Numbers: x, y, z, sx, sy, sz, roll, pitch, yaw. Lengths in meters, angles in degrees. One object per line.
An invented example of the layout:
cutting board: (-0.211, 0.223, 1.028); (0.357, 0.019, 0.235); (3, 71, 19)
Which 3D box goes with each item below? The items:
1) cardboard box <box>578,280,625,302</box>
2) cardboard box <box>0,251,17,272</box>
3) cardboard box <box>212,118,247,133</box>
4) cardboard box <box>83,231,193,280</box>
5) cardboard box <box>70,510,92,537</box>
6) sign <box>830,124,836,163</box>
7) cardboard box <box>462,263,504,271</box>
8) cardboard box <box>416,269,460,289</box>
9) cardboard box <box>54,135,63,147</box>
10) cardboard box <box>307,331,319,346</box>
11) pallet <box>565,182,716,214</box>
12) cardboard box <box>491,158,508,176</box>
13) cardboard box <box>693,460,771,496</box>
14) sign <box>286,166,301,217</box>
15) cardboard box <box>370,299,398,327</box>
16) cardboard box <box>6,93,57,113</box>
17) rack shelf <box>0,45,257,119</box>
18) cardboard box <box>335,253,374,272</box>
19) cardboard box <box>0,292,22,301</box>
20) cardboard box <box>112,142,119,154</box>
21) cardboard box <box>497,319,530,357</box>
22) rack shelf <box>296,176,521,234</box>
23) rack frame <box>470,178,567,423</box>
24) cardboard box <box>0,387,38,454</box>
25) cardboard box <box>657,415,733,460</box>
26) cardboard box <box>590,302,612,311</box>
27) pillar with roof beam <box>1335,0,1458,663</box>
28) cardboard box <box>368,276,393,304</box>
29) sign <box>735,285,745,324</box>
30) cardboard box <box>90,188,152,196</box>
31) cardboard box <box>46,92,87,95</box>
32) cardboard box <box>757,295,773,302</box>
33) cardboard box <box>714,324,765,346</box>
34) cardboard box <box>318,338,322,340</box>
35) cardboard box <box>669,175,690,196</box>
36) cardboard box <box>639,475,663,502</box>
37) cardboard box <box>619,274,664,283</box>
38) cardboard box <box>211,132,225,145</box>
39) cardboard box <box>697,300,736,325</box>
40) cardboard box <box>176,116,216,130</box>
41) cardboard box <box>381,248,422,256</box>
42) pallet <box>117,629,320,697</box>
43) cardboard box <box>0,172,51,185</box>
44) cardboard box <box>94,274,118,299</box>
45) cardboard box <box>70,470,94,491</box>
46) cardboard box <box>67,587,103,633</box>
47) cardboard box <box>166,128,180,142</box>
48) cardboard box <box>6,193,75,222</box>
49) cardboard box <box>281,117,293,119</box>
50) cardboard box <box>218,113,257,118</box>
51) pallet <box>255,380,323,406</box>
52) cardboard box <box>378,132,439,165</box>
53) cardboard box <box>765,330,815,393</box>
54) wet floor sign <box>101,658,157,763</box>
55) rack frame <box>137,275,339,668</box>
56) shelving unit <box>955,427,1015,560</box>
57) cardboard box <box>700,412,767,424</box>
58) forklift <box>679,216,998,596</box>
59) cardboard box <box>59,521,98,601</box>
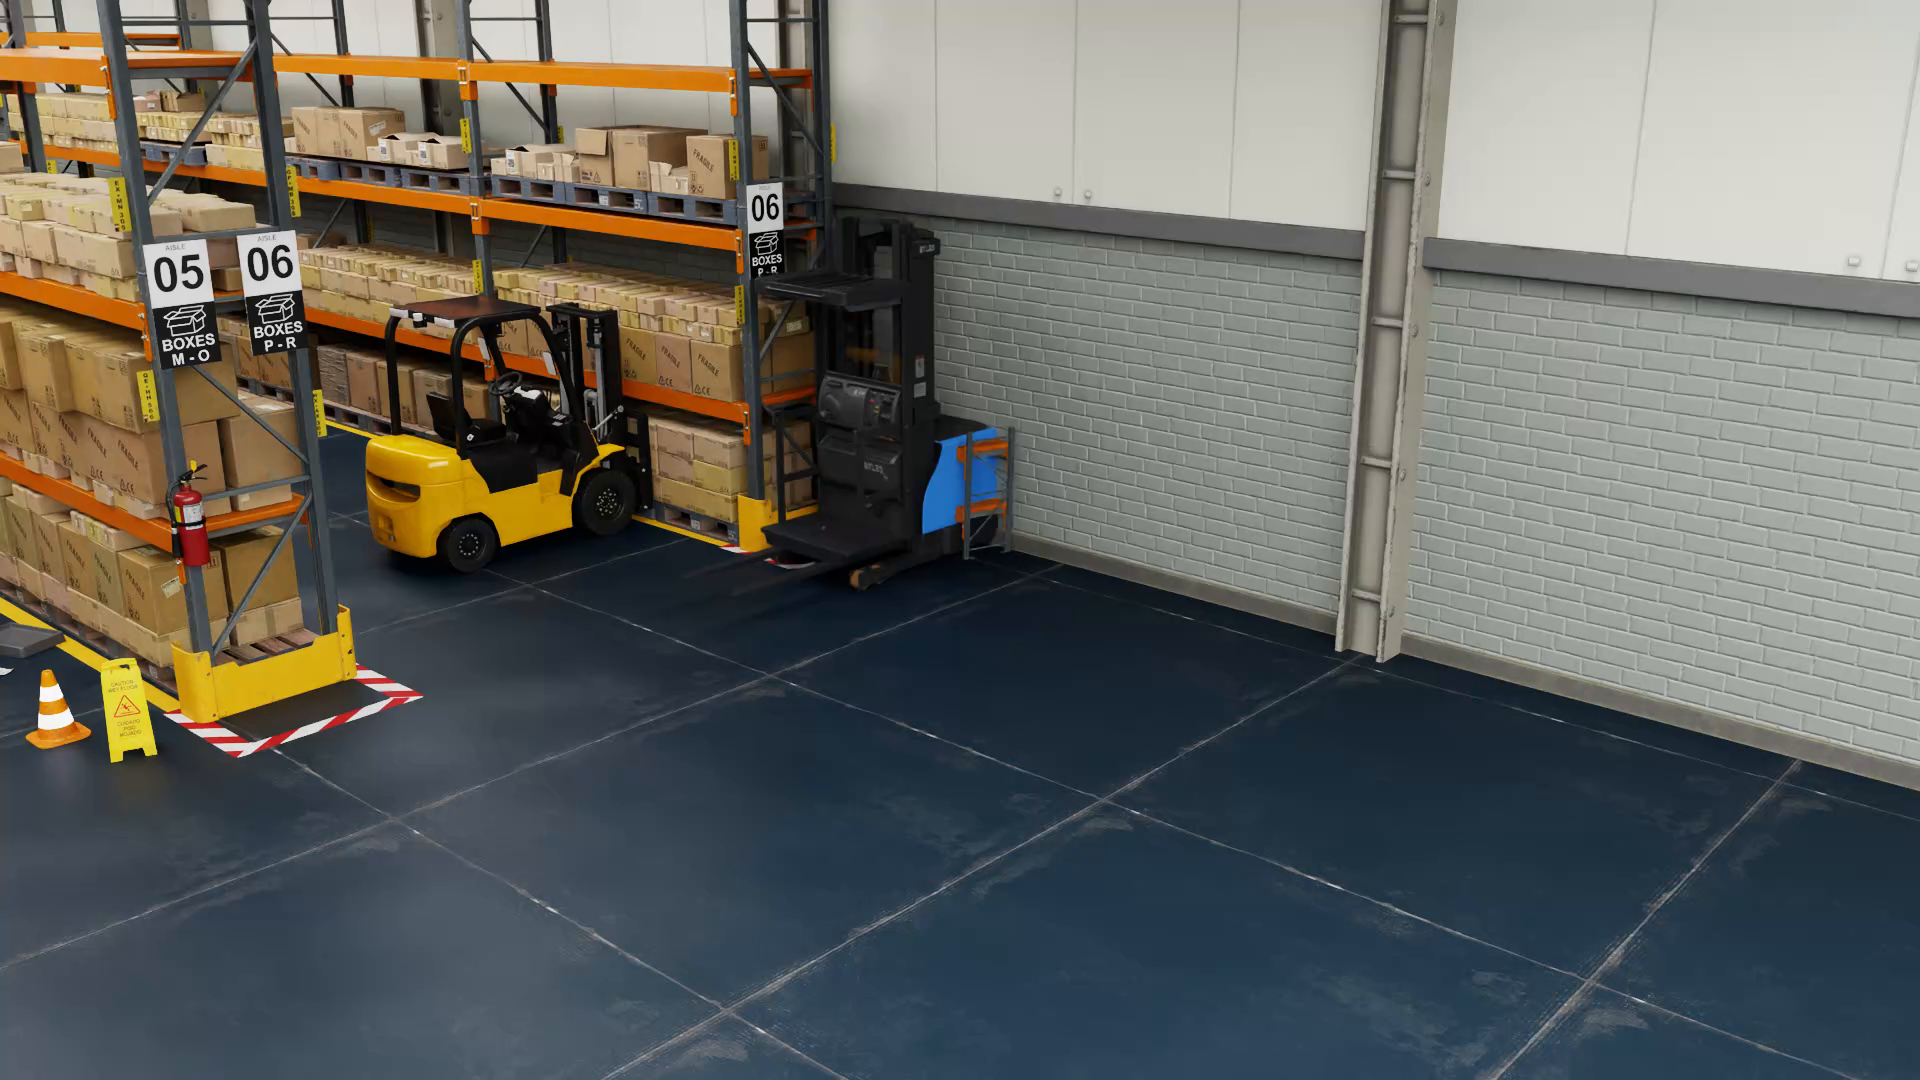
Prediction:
cardboard box: (-3.434, -2.389, 15.952); (0.250, 0.149, 0.380); (15, 23, 39)
cardboard box: (-6.807, -2.052, 12.075); (0.250, 0.149, 0.380); (14, 23, 38)
cardboard box: (-8.717, -4.968, 19.946); (0.250, 0.149, 0.380); (14, 23, 38)
cardboard box: (-5.353, -1.877, 10.866); (0.500, 0.250, 0.500); (15, 23, 39)
cardboard box: (-6.265, -0.157, 12.186); (0.250, 0.149, 0.380); (16, 24, 42)
sign: (-1.127, -3.468, 14.545); (0.005, 0.325, 0.100); (15, 23, 39)
cardboard box: (-5.169, -2.901, 18.056); (0.250, 0.149, 0.380); (15, 23, 39)
cardboard box: (-5.532, -2.769, 17.641); (0.250, 0.149, 0.380); (14, 22, 38)
cardboard box: (-12.301, -5.535, 23.052); (0.250, 0.149, 0.380); (15, 23, 39)
cardboard box: (-8.021, -2.425, 20.161); (0.250, 0.149, 0.380); (14, 22, 37)
pallet: (-2.928, -3.240, 15.548); (1.213, 0.211, 1.003); (15, 23, 39)
cardboard box: (-4.357, -3.661, 16.287); (0.250, 0.149, 0.380); (16, 23, 40)
cardboard box: (-2.071, -0.614, 15.113); (0.500, 0.250, 0.500); (15, 23, 39)
sign: (-4.432, -2.305, 11.011); (0.005, 0.325, 0.100); (15, 23, 39)
cardboard box: (-6.164, -2.541, 18.408); (0.500, 0.250, 0.500); (16, 24, 41)
cardboard box: (-13.302, -6.264, 23.862); (0.500, 0.250, 0.500); (15, 23, 39)
rack shelf: (-6.288, -3.252, 11.677); (4.000, 0.370, 1.077); (15, 23, 39)
cardboard box: (-6.827, -3.143, 18.819); (0.250, 0.149, 0.380); (15, 23, 40)
cardboard box: (-7.598, -1.667, 13.097); (0.500, 0.500, 0.700); (15, 23, 39)
cardboard box: (-10.940, -5.184, 21.944); (0.250, 0.149, 0.380); (15, 23, 39)
cardboard box: (-4.333, -2.162, 16.800); (0.500, 0.500, 0.500); (14, 22, 38)
rack shelf: (-5.987, -3.751, 18.202); (4.000, 0.370, 1.077); (15, 23, 39)
rack frame: (-4.492, -2.262, 17.282); (0.127, 3.000, 1.000); (15, 23, 39)
cardboard box: (-6.882, -0.977, 12.576); (0.500, 0.500, 0.500); (15, 23, 39)
cardboard box: (-2.437, -0.949, 15.340); (0.500, 0.250, 0.500); (16, 23, 40)
cardboard box: (-3.284, -2.181, 15.787); (0.250, 0.149, 0.380); (14, 23, 38)
pillar with roof beam: (0.208, -2.484, 8.062); (0.400, 9.000, 9.100); (15, 23, 39)
cardboard box: (-6.161, -2.781, 18.338); (0.500, 0.250, 0.500); (15, 23, 40)
sign: (-1.870, -2.004, 14.162); (0.005, 0.325, 0.100); (15, 23, 39)
cardboard box: (-6.039, -2.456, 12.029); (0.250, 0.149, 0.380); (16, 23, 40)
cardboard box: (-12.949, -6.384, 24.240); (0.500, 0.250, 0.500); (14, 22, 38)
cardboard box: (-1.766, -2.141, 15.171); (0.250, 0.149, 0.380); (16, 24, 41)
cardboard box: (-1.945, -1.822, 14.658); (0.250, 0.149, 0.380); (15, 23, 40)
cardboard box: (-7.966, -2.325, 20.918); (0.500, 0.500, 0.500); (15, 23, 39)
cardboard box: (-2.321, -3.115, 14.565); (0.250, 0.149, 0.380); (14, 22, 38)
cardboard box: (-2.795, -0.576, 15.820); (0.500, 0.250, 0.500); (15, 23, 40)
cardboard box: (-3.116, -2.501, 16.304); (0.250, 0.149, 0.380); (15, 23, 39)
cardboard box: (-8.853, -4.895, 20.207); (0.250, 0.149, 0.380); (16, 24, 41)
cardboard box: (-2.113, -2.025, 14.803); (0.250, 0.149, 0.380); (15, 23, 39)
cardboard box: (-9.352, -5.113, 20.370); (0.250, 0.149, 0.380); (15, 23, 40)
cardboard box: (-6.453, -3.276, 19.239); (0.250, 0.149, 0.380); (14, 23, 38)
pallet: (-5.433, 0.807, 12.219); (1.213, 0.211, 1.003); (15, 23, 39)
cardboard box: (-7.402, -2.815, 13.160); (0.250, 0.149, 0.380); (16, 23, 40)
cardboard box: (-5.452, -1.696, 10.955); (0.250, 0.149, 0.380); (15, 23, 40)
cardboard box: (-6.217, -0.483, 12.092); (0.250, 0.149, 0.380); (15, 23, 39)
cardboard box: (-6.352, 0.464, 12.543); (0.500, 0.250, 0.500); (14, 22, 37)
cardboard box: (-9.566, -5.019, 20.565); (0.250, 0.149, 0.380); (16, 23, 41)
cardboard box: (-6.410, -2.327, 11.624); (0.250, 0.149, 0.380); (16, 23, 41)
cardboard box: (-8.163, -5.042, 20.178); (0.250, 0.149, 0.380); (16, 24, 41)
cardboard box: (-9.003, -5.231, 20.741); (0.250, 0.149, 0.380); (16, 23, 41)
pallet: (-8.017, -1.895, 20.734); (1.213, 0.211, 1.003); (15, 23, 39)
cardboard box: (-5.769, -4.142, 17.533); (0.500, 0.311, 0.500); (14, 22, 37)
cardboard box: (-1.686, -1.669, 15.247); (0.500, 0.500, 0.500); (16, 24, 41)
wet floor sign: (-5.360, 1.067, 10.683); (0.267, 0.644, 0.232); (-9, 20, -27)
rack frame: (-4.792, -0.336, 11.210); (0.127, 3.000, 1.000); (15, 23, 39)
shelving unit: (-0.047, -0.530, 14.866); (0.538, 1.125, 1.048); (-10, 20, -35)
cardboard box: (-2.110, -1.064, 15.705); (0.500, 0.250, 0.500); (15, 23, 39)
forklift: (-0.996, -1.156, 13.909); (1.130, 2.935, 3.031); (16, 23, 40)
cardboard box: (-6.329, 0.109, 12.422); (0.500, 0.500, 0.500); (14, 23, 38)
